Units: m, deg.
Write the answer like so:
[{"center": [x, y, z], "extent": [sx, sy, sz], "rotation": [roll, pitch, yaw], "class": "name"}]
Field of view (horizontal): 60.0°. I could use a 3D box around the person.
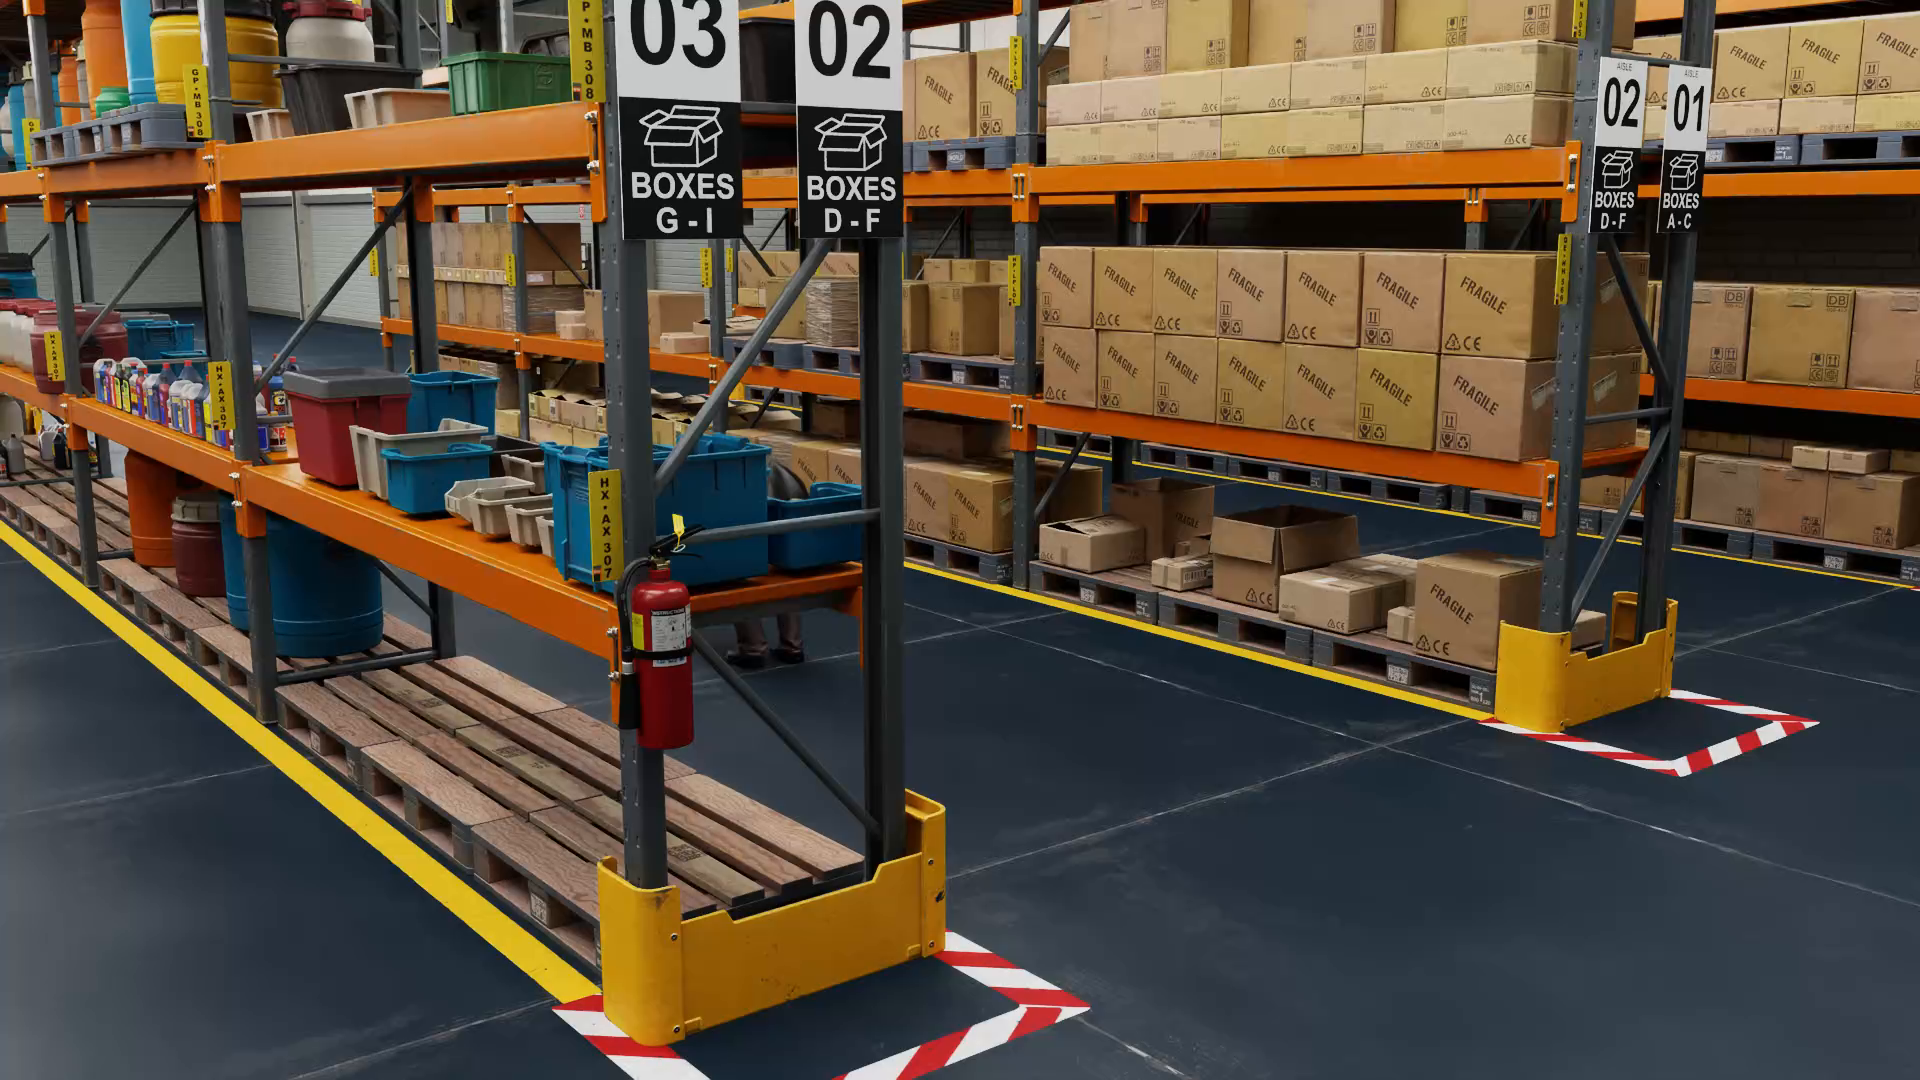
[{"center": [-1.220, 0.043, 9.461], "extent": [0.481, 1.277, 0.907], "rotation": [-9, 14, -40], "class": "person"}]
